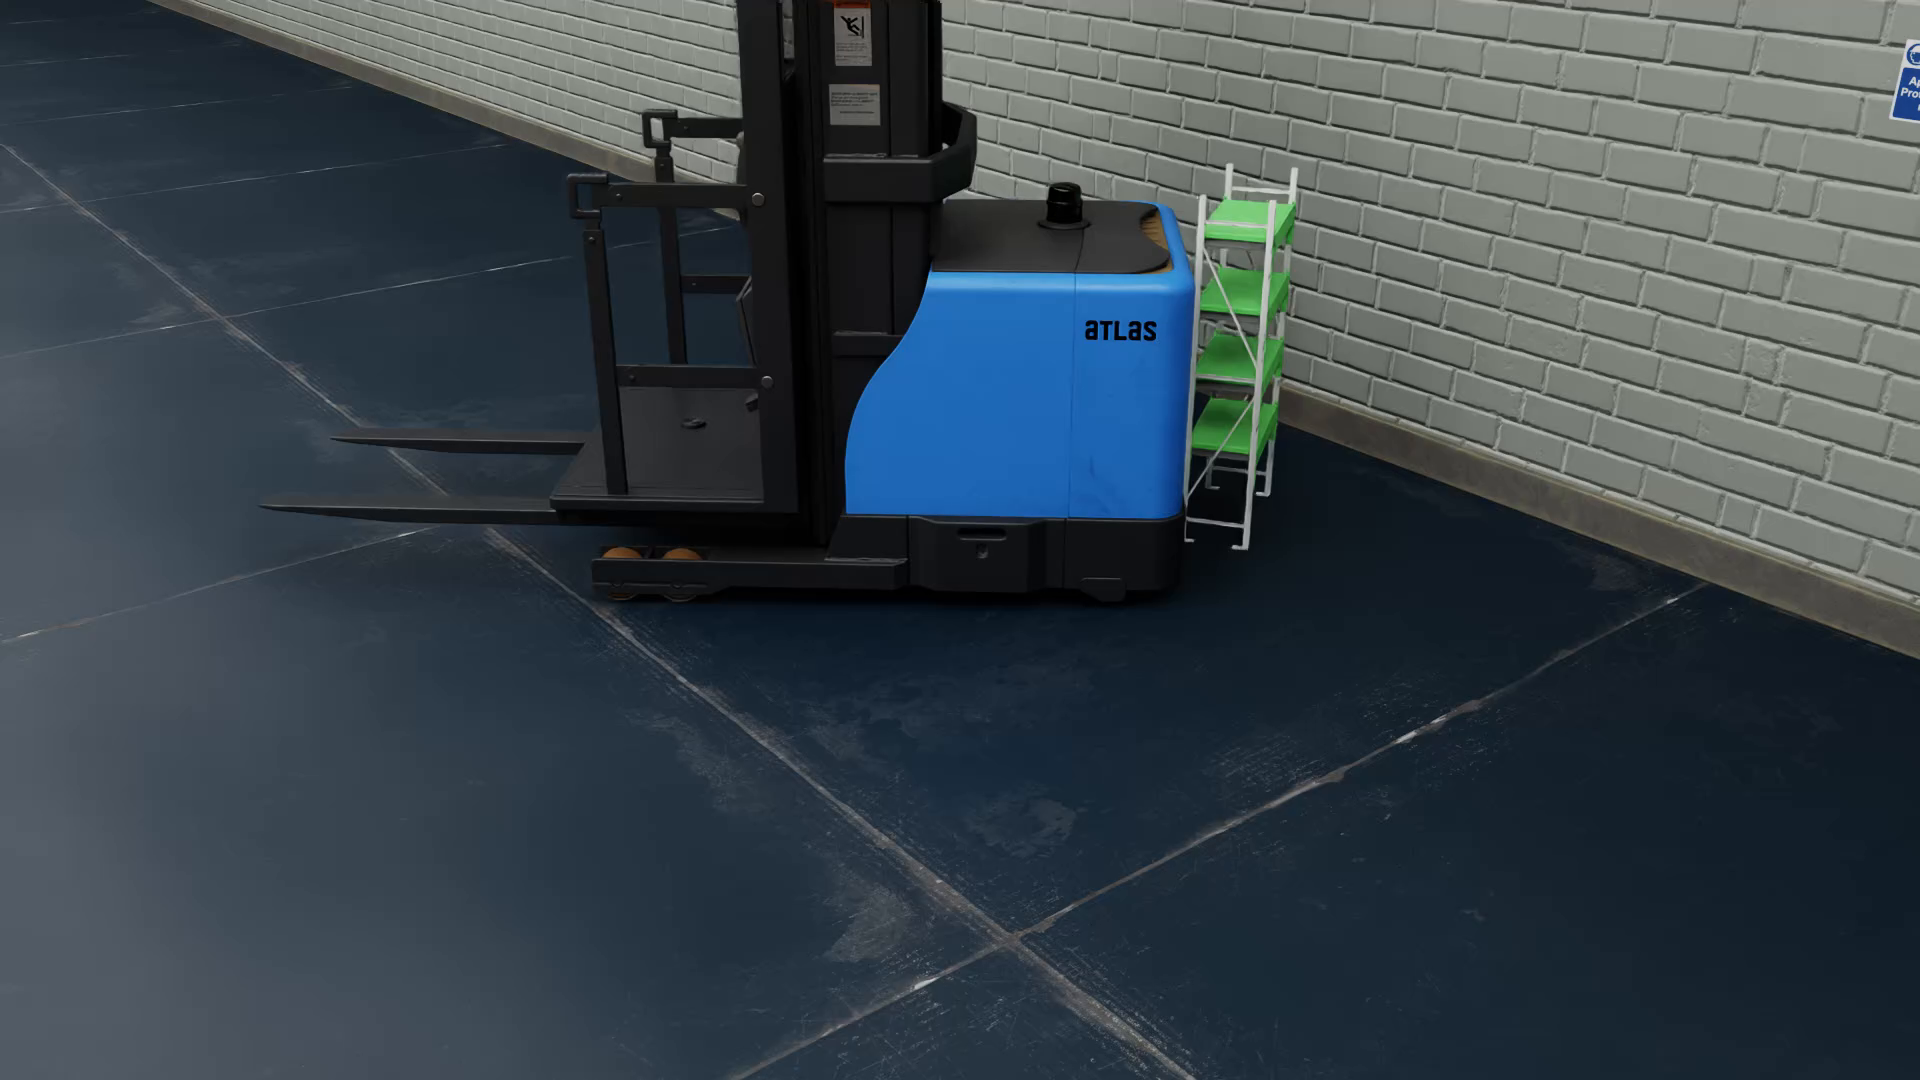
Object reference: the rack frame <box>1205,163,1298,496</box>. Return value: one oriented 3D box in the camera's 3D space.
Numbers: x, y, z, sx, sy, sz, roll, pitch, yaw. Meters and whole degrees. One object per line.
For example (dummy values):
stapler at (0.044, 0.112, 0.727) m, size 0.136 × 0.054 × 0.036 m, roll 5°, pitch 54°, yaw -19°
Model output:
rack frame at (1.023, -0.723, 5.882) m, size 0.240 × 1.200 × 0.015 m, roll 8°, pitch 26°, yaw 16°

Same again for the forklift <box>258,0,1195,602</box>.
forklift at (-0.784, -1.352, 5.182) m, size 3.031 × 2.935 × 1.130 m, roll 1°, pitch 25°, yaw 2°

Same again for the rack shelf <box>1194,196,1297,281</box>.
rack shelf at (0.947, -1.003, 5.497) m, size 0.258 × 0.148 × 0.480 m, roll 8°, pitch 26°, yaw 16°

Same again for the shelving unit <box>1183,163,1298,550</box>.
shelving unit at (0.947, -0.625, 5.672) m, size 0.258 × 1.200 × 0.503 m, roll 8°, pitch 26°, yaw 16°

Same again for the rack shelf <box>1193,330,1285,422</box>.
rack shelf at (0.947, -0.567, 5.699) m, size 0.258 × 0.148 × 0.480 m, roll 8°, pitch 26°, yaw 16°

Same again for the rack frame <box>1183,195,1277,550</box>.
rack frame at (0.871, -0.528, 5.462) m, size 0.240 × 1.200 × 0.015 m, roll 8°, pitch 26°, yaw 16°

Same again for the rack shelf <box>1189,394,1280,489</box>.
rack shelf at (0.947, -0.350, 5.800) m, size 0.258 × 0.148 × 0.480 m, roll 8°, pitch 26°, yaw 16°

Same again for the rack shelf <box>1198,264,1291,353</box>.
rack shelf at (0.947, -0.785, 5.598) m, size 0.258 × 0.148 × 0.480 m, roll 8°, pitch 26°, yaw 16°

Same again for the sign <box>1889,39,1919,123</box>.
sign at (2.712, -1.228, 4.513) m, size 0.001 × 0.218 × 0.327 m, roll -18°, pitch 31°, yaw -34°
